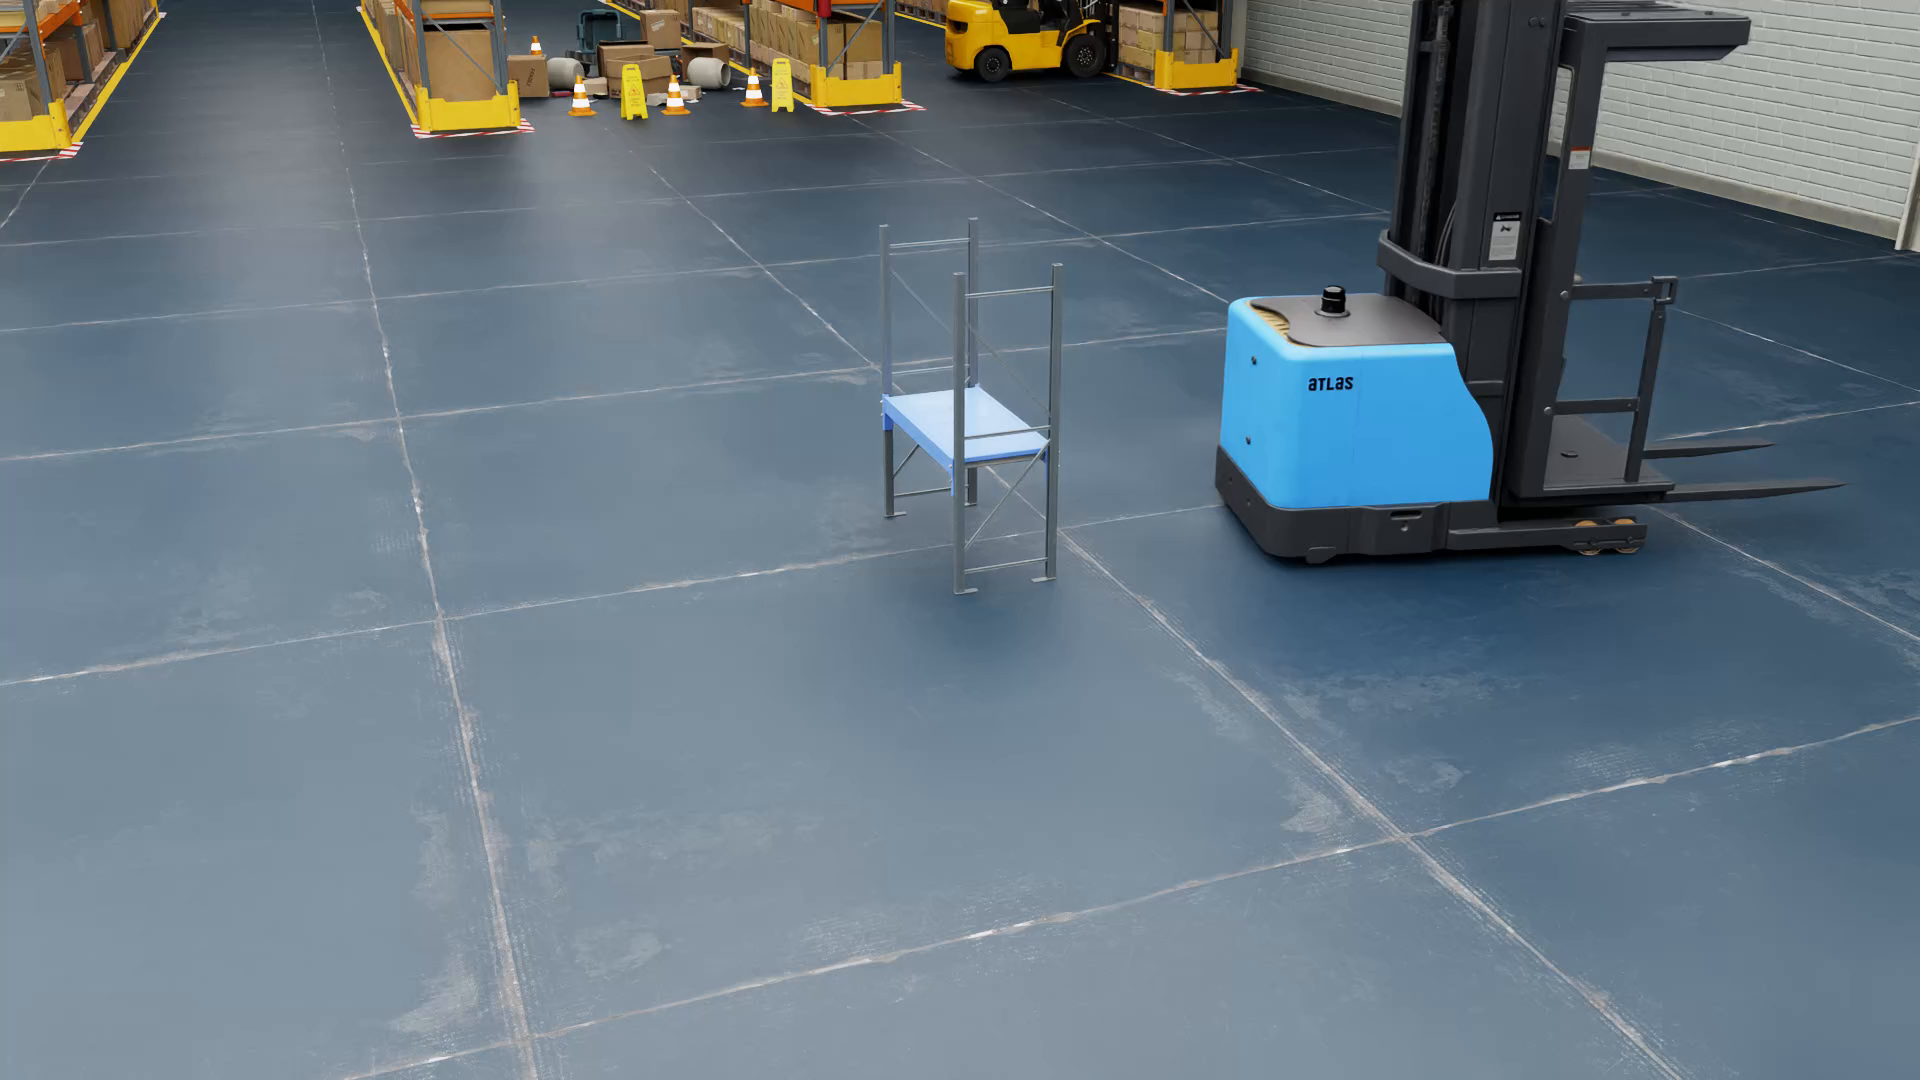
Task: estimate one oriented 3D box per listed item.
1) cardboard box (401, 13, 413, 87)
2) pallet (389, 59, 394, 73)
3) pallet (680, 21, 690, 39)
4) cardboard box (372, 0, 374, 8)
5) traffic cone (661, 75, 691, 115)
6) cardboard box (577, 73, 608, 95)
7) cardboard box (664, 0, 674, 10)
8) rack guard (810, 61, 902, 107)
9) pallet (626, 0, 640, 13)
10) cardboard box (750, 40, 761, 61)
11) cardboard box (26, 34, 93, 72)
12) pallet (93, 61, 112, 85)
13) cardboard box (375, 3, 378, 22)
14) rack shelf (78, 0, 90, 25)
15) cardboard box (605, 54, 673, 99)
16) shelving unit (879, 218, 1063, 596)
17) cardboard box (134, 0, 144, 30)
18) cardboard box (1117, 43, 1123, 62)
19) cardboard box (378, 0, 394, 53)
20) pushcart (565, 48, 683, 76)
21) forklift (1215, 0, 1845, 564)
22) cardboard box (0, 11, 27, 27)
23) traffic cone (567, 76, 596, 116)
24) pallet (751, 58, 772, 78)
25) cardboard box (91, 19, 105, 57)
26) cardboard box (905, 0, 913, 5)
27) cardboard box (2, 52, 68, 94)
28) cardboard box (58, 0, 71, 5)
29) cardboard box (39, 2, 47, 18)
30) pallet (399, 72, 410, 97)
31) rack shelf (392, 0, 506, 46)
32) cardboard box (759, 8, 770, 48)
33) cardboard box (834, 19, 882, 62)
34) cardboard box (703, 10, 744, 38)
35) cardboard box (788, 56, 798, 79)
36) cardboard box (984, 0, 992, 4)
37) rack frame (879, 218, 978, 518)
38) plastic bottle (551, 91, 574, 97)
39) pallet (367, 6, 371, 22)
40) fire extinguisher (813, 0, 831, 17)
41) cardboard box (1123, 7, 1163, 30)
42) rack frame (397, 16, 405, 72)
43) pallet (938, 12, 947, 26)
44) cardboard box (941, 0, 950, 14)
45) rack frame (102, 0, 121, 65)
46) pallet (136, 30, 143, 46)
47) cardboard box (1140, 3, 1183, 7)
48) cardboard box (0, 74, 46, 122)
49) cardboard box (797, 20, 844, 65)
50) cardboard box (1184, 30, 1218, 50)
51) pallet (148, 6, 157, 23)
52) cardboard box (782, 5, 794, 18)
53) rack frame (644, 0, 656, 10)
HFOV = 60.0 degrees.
[{"bbox_3d":[-6.862,-6.495,21.993,0.875,0.875,0.875,-8,24,-19],"label":"cardboard box"},{"bbox_3d":[-8.118,-7.275,25.238,1.003,0.211,1.213,-8,24,-19],"label":"pallet"},{"bbox_3d":[-4.366,-9.027,29.395,1.003,0.211,1.213,-8,24,-19],"label":"pallet"},{"bbox_3d":[-10.575,-9.840,30.481,0.380,0.149,0.250,-8,24,-18],"label":"cardboard box"},{"bbox_3d":[-3.609,-5.642,21.041,0.336,0.463,0.334,-8,24,-19],"label":"traffic cone"},{"bbox_3d":[-5.010,-6.214,22.651,0.396,0.266,0.258,-4,23,-10],"label":"cardboard box"},{"bbox_3d":[-4.951,-10.141,30.644,0.875,0.875,0.875,-8,24,-17],"label":"cardboard box"},{"bbox_3d":[-1.359,-5.984,21.803,1.175,0.500,0.348,-8,24,-19],"label":"rack guard"},{"bbox_3d":[-6.202,-10.914,33.873,1.003,0.211,1.213,-8,24,-19],"label":"pallet"},{"bbox_3d":[-2.789,-7.237,24.557,0.500,0.250,0.500,-10,25,-21],"label":"cardboard box"},{"bbox_3d":[-12.364,-6.655,22.828,0.700,0.500,0.500,-8,24,-19],"label":"cardboard box"},{"bbox_3d":[-12.727,-6.644,23.741,1.003,0.211,1.213,-8,24,-19],"label":"pallet"},{"bbox_3d":[-9.965,-9.297,29.124,0.500,0.500,0.500,-7,24,-17],"label":"cardboard box"},{"bbox_3d":[-12.723,-7.597,23.339,1.077,0.370,4.000,-8,24,-19],"label":"rack shelf"},{"bbox_3d":[-4.321,-6.249,22.427,0.637,0.503,0.797,12,26,27],"label":"cardboard box"},{"bbox_3d":[0.030,-0.660,7.885,0.538,1.500,1.048,-8,24,-19],"label":"shelving unit"},{"bbox_3d":[-14.598,-9.093,28.157,1.225,0.875,0.875,-8,24,-19],"label":"cardboard box"},{"bbox_3d":[2.514,-7.209,24.492,0.500,0.250,0.500,-8,24,-18],"label":"cardboard box"},{"bbox_3d":[-8.310,-7.905,25.499,1.050,0.750,0.750,-8,24,-18],"label":"cardboard box"},{"bbox_3d":[-4.861,-7.022,24.425,1.648,0.377,0.936,-18,29,-37],"label":"pushcart"},{"bbox_3d":[2.896,-1.477,7.980,3.031,2.935,1.130,-3,23,-7],"label":"forklift"},{"bbox_3d":[-10.481,-5.769,18.399,0.380,0.149,0.250,-8,24,-19],"label":"cardboard box"},{"bbox_3d":[-4.786,-5.611,20.967,0.336,0.463,0.334,-8,24,-19],"label":"traffic cone"},{"bbox_3d":[-2.475,-7.037,24.675,1.003,0.211,1.213,-8,24,-19],"label":"pallet"},{"bbox_3d":[-13.174,-7.465,24.752,0.700,0.500,0.500,-10,25,-22],"label":"cardboard box"},{"bbox_3d":[-0.771,-10.794,32.674,0.500,0.500,0.500,-9,24,-20],"label":"cardboard box"},{"bbox_3d":[-11.703,-5.886,21.030,0.500,0.500,0.500,-1,23,-2],"label":"cardboard box"},{"bbox_3d":[-11.361,-6.781,20.801,0.380,0.149,0.250,-8,24,-19],"label":"cardboard box"},{"bbox_3d":[-10.815,-6.135,19.267,0.380,0.149,0.250,-8,24,-19],"label":"cardboard box"},{"bbox_3d":[-7.145,-6.274,22.863,1.003,0.211,1.213,-8,24,-19],"label":"pallet"},{"bbox_3d":[-6.634,-6.787,21.418,1.077,0.370,4.000,-8,24,-19],"label":"rack shelf"},{"bbox_3d":[-2.589,-7.389,23.953,0.500,0.500,0.500,-7,24,-17],"label":"cardboard box"},{"bbox_3d":[-1.367,-6.720,22.365,0.500,0.500,0.500,-9,25,-21],"label":"cardboard box"},{"bbox_3d":[-3.700,-8.524,27.454,0.950,0.372,0.625,-9,24,-20],"label":"cardboard box"},{"bbox_3d":[-2.045,-6.481,22.763,0.500,0.250,0.500,-8,24,-19],"label":"cardboard box"},{"bbox_3d":[0.930,-9.332,29.045,0.875,0.625,0.625,-8,24,-17],"label":"cardboard box"},{"bbox_3d":[-0.149,-0.845,8.323,0.500,1.500,0.032,-8,24,-19],"label":"rack frame"},{"bbox_3d":[-5.373,-6.033,22.484,0.283,0.061,0.133,-18,29,-37],"label":"plastic bottle"},{"bbox_3d":[-10.872,-10.151,32.061,1.003,0.211,1.213,-8,24,-19],"label":"pallet"},{"bbox_3d":[-1.723,-6.968,21.019,0.296,0.674,0.183,-8,24,-19],"label":"fire extinguisher"},{"bbox_3d":[2.670,-7.487,23.864,0.500,0.250,0.500,-8,24,-18],"label":"cardboard box"},{"bbox_3d":[-7.340,-7.846,23.002,1.000,3.000,0.127,-8,24,-19],"label":"rack frame"},{"bbox_3d":[0.256,-9.689,30.966,1.003,0.211,1.213,-8,24,-19],"label":"pallet"},{"bbox_3d":[-0.033,-10.046,30.902,0.500,0.500,0.500,-9,24,-20],"label":"cardboard box"},{"bbox_3d":[-13.429,-8.655,24.923,1.000,3.000,0.127,-8,24,-19],"label":"rack frame"},{"bbox_3d":[-14.499,-8.554,28.272,1.003,0.211,1.213,-8,24,-19],"label":"pallet"},{"bbox_3d":[2.971,-7.743,24.470,0.500,0.250,0.500,-9,24,-19],"label":"cardboard box"},{"bbox_3d":[-10.808,-5.019,18.974,0.500,0.500,0.500,-4,23,-9],"label":"cardboard box"},{"bbox_3d":[-1.859,-6.635,22.165,0.500,0.500,0.500,-8,24,-19],"label":"cardboard box"},{"bbox_3d":[3.338,-7.147,23.700,0.500,0.250,0.500,-8,24,-18],"label":"cardboard box"},{"bbox_3d":[-15.900,-9.997,31.698,1.003,0.211,1.213,-8,24,-19],"label":"pallet"},{"bbox_3d":[-2.229,-7.246,22.779,0.380,0.149,0.250,-7,24,-17],"label":"cardboard box"},{"bbox_3d":[-5.571,-11.468,31.597,1.000,3.000,0.127,-8,24,-19],"label":"rack frame"}]
